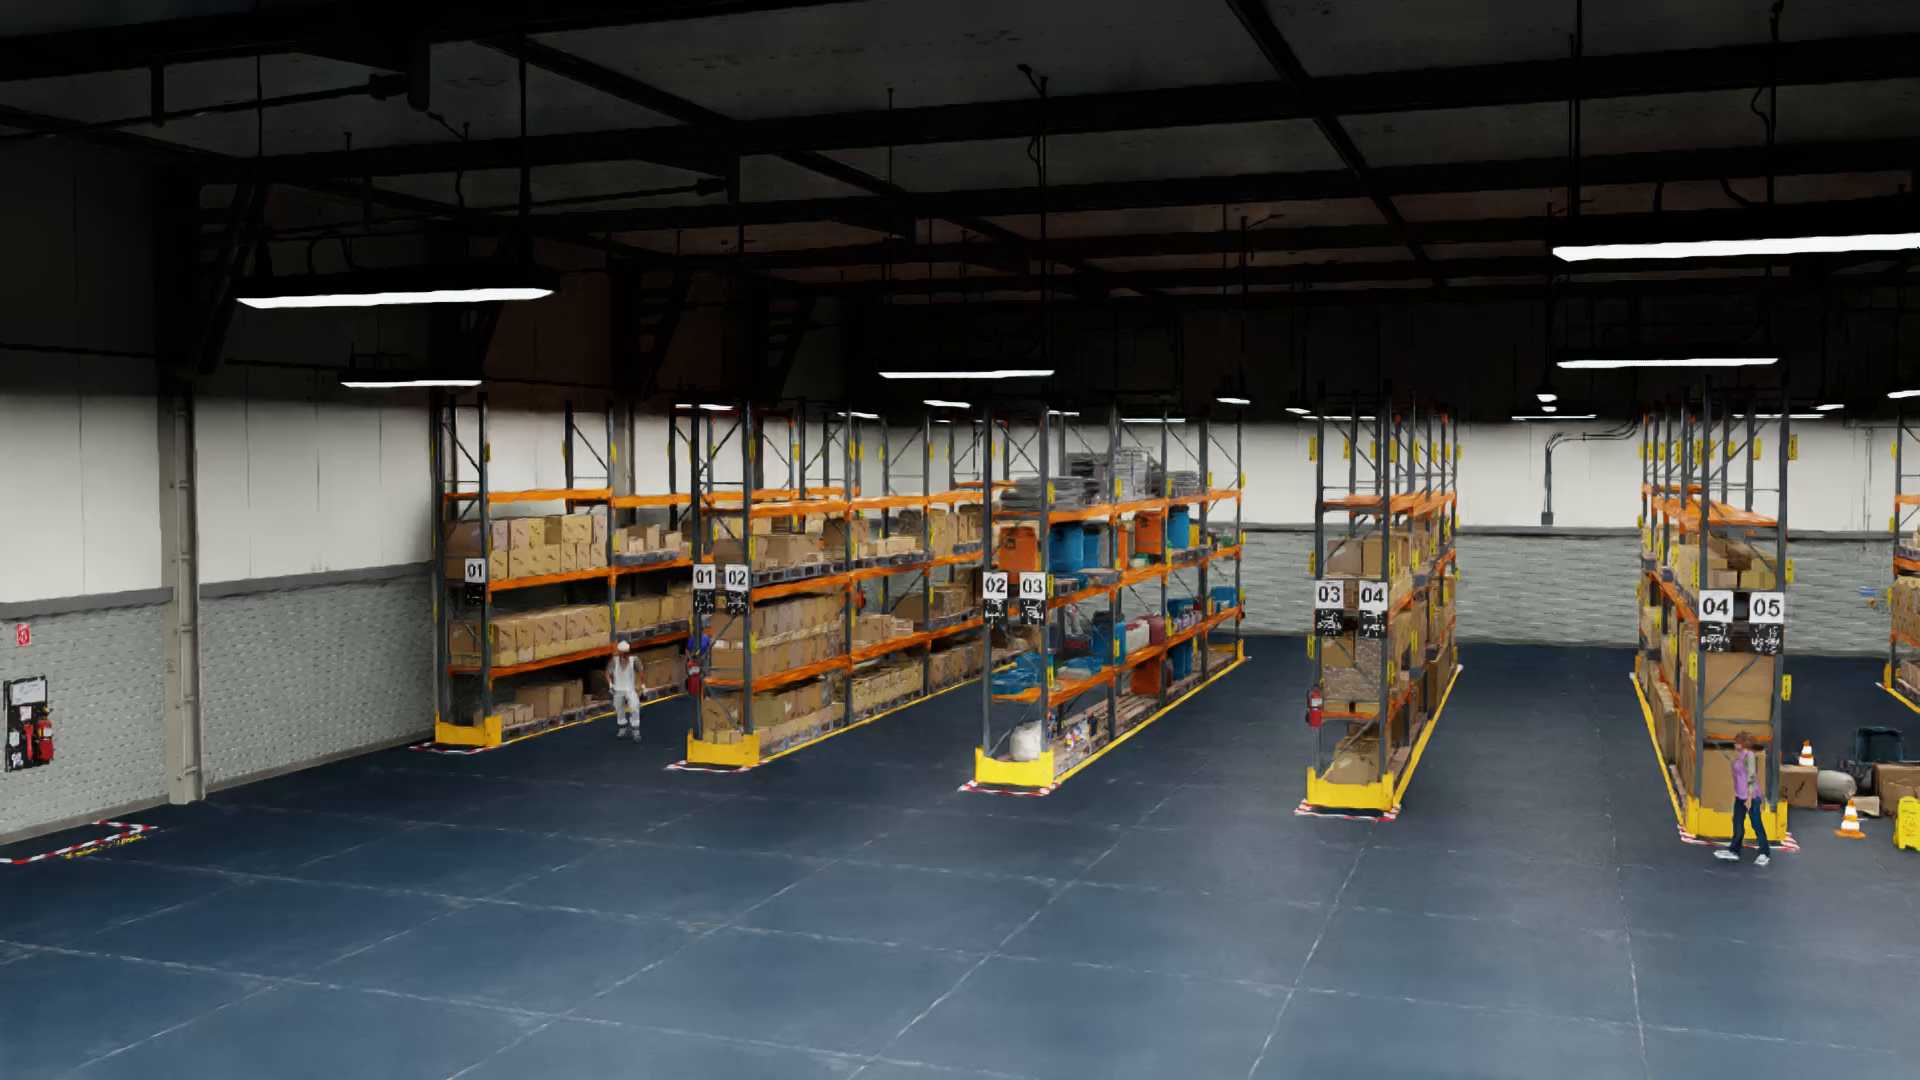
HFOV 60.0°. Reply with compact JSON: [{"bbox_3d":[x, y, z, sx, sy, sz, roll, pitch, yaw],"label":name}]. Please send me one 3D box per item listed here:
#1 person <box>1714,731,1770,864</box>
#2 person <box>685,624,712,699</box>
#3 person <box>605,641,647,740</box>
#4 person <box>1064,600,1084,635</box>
[{"bbox_3d":[9.566,3.120,20.280,0.569,1.582,0.537,0,3,7],"label":"person"},{"bbox_3d":[-5.148,2.438,33.182,0.612,1.573,0.825,0,3,3],"label":"person"},{"bbox_3d":[-5.787,2.598,28.798,0.675,1.723,0.793,0,3,0],"label":"person"},{"bbox_3d":[2.911,1.855,42.851,0.606,1.743,0.579,-1,3,-21],"label":"person"}]
